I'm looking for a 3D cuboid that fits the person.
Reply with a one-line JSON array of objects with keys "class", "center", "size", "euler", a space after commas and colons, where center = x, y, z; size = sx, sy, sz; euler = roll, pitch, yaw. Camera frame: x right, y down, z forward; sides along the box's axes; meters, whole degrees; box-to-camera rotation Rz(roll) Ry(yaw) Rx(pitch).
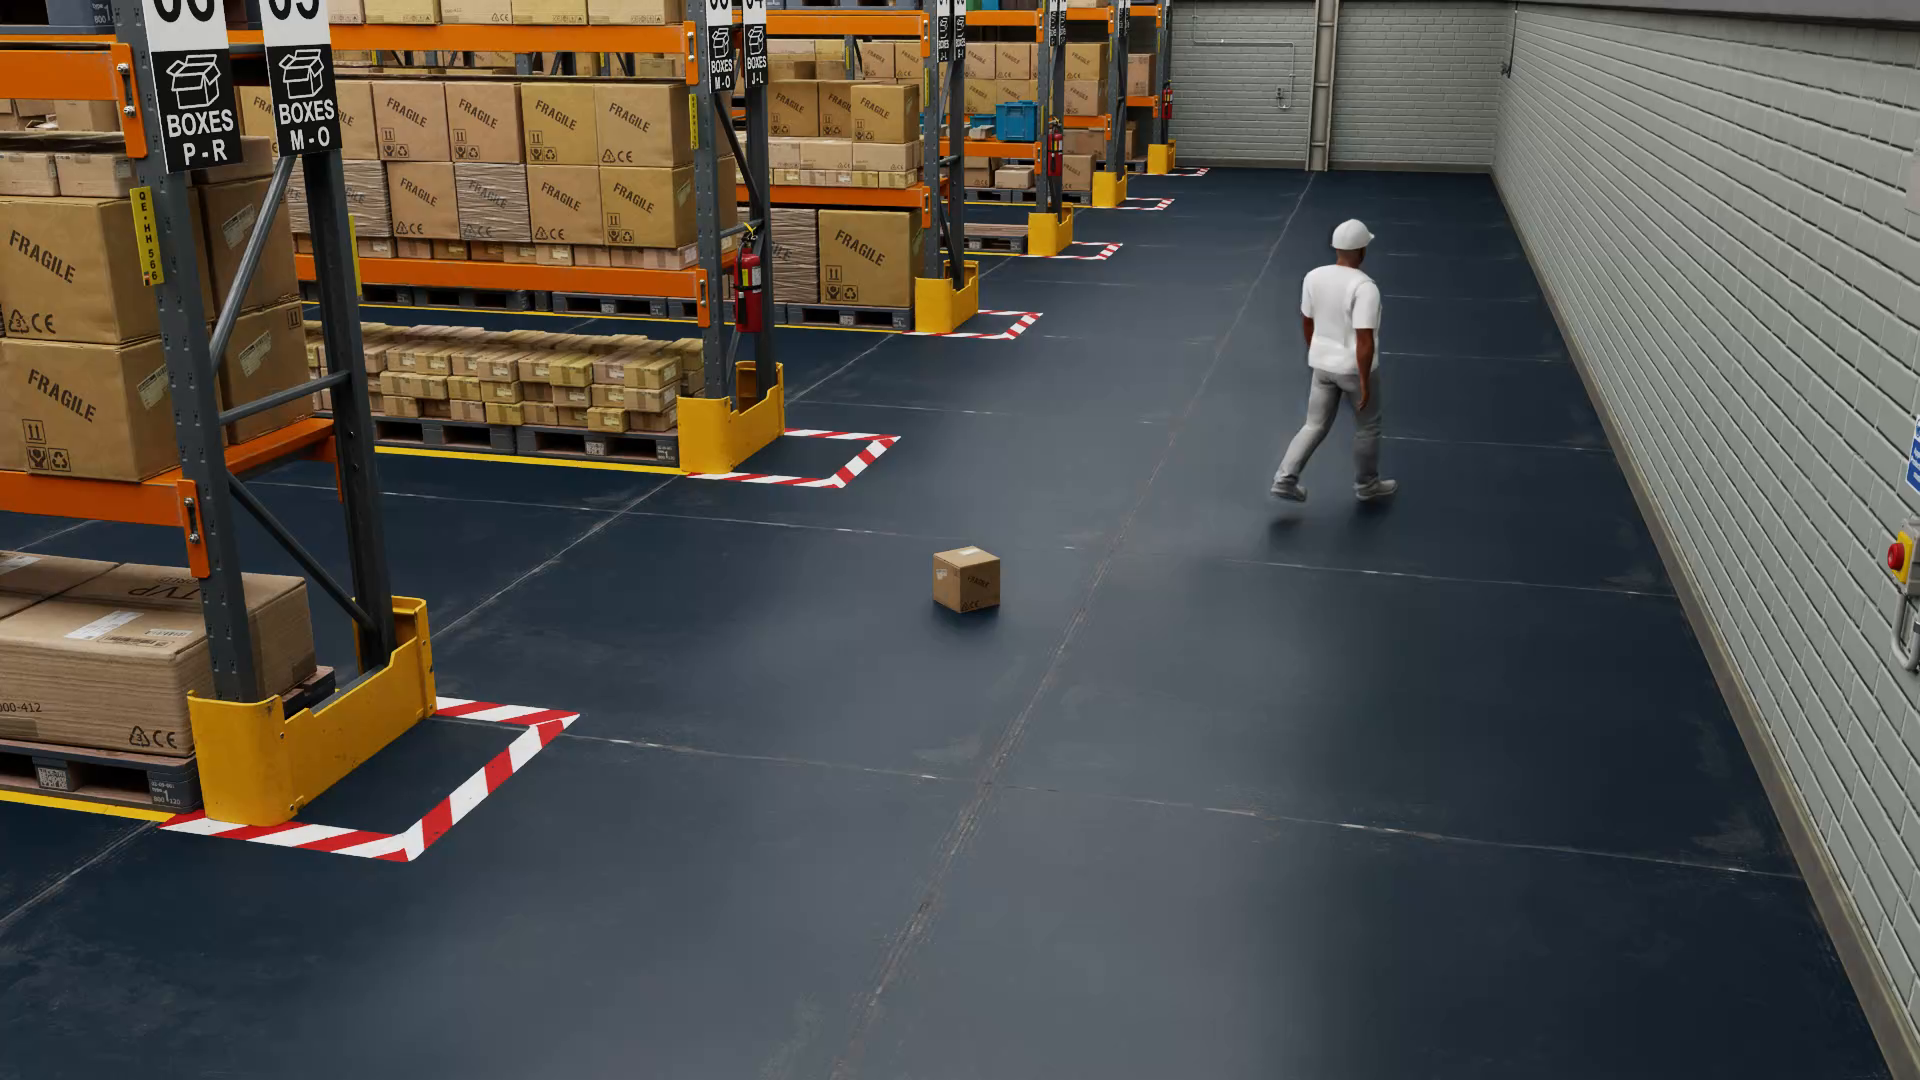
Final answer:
[{"class": "person", "center": [2.269, -1.041, 9.906], "size": [0.988, 1.731, 0.591], "euler": [-15, 23, -38]}]
